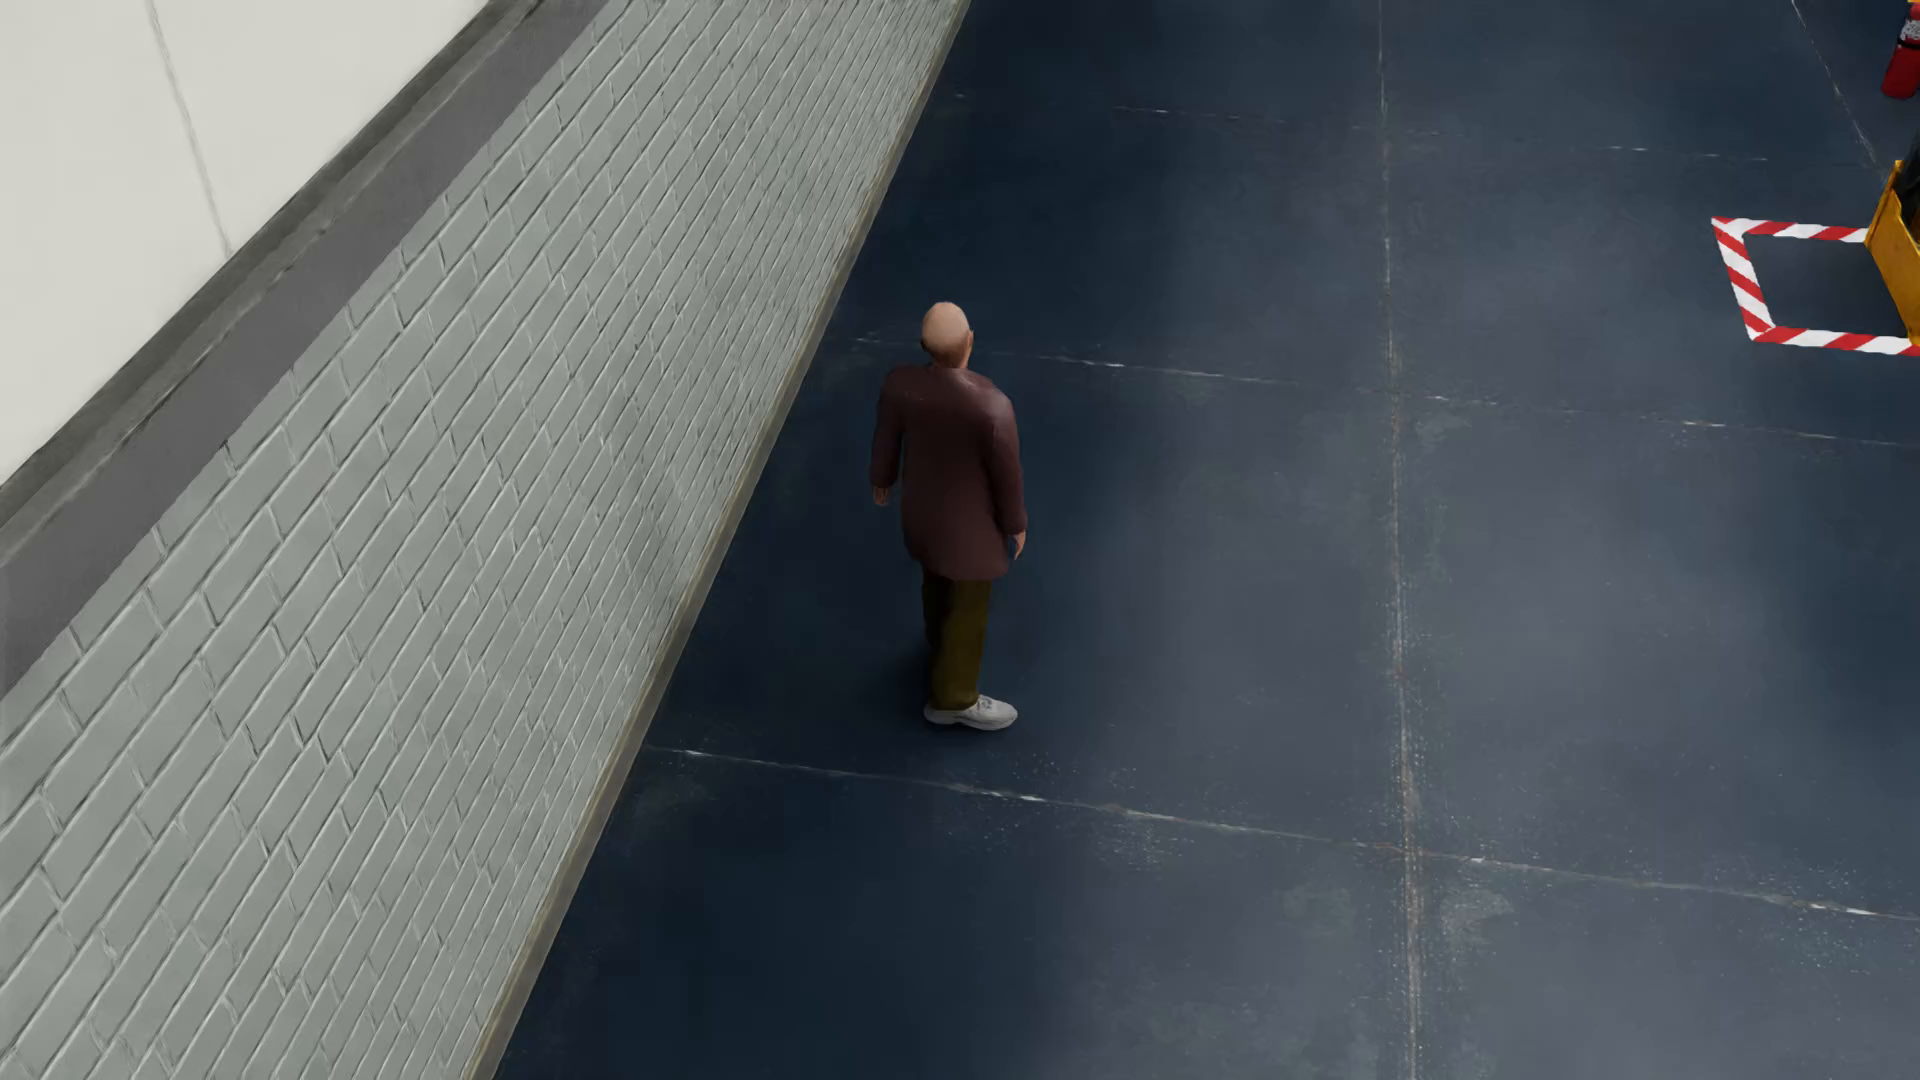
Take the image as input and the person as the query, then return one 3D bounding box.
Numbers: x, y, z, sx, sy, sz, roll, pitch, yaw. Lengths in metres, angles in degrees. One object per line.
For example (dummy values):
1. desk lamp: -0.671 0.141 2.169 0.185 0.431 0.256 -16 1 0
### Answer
1. person: -0.040 -0.109 6.296 0.743 1.780 0.564 23 45 25
